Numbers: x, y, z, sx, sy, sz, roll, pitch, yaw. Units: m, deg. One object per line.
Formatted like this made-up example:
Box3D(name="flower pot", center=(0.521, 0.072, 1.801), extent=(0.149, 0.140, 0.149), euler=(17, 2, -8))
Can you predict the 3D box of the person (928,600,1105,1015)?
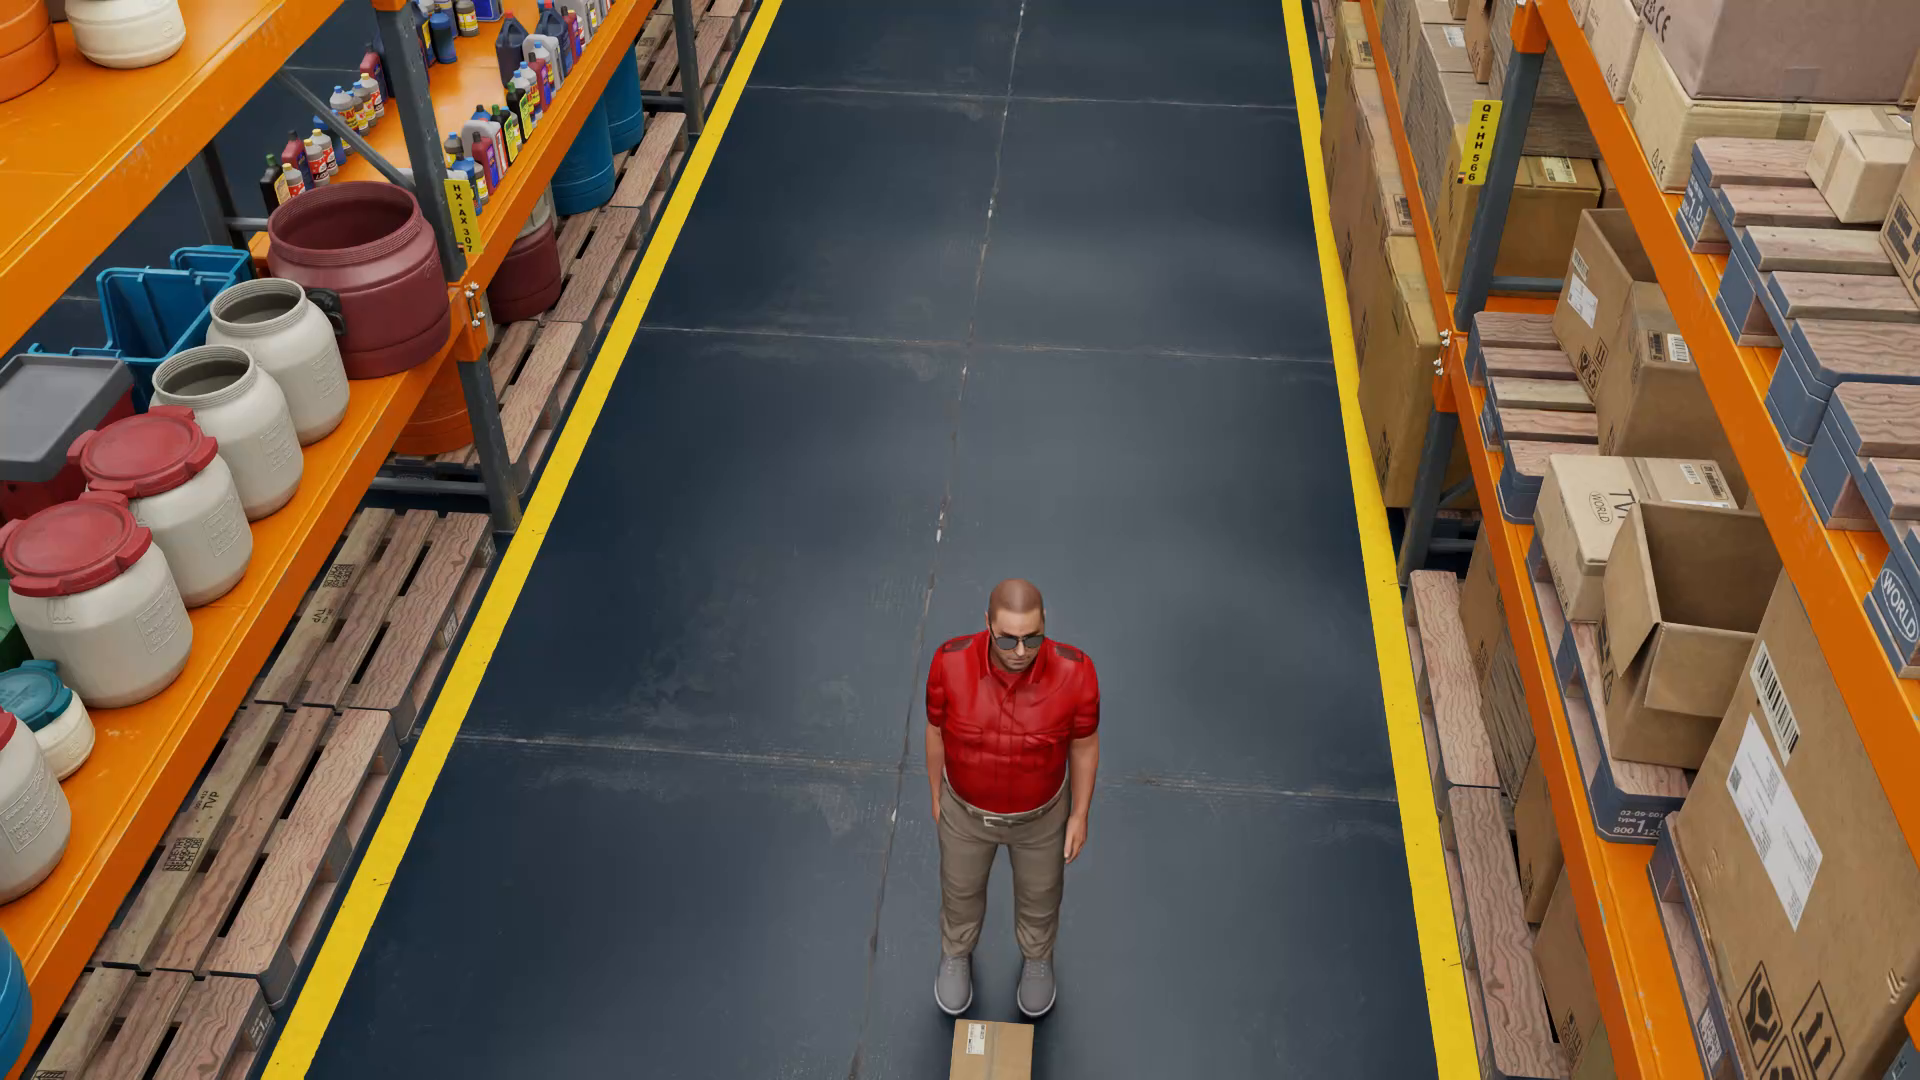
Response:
Box3D(name="person", center=(0.166, 0.831, 5.190), extent=(0.535, 1.716, 0.359), euler=(4, 40, 5))
